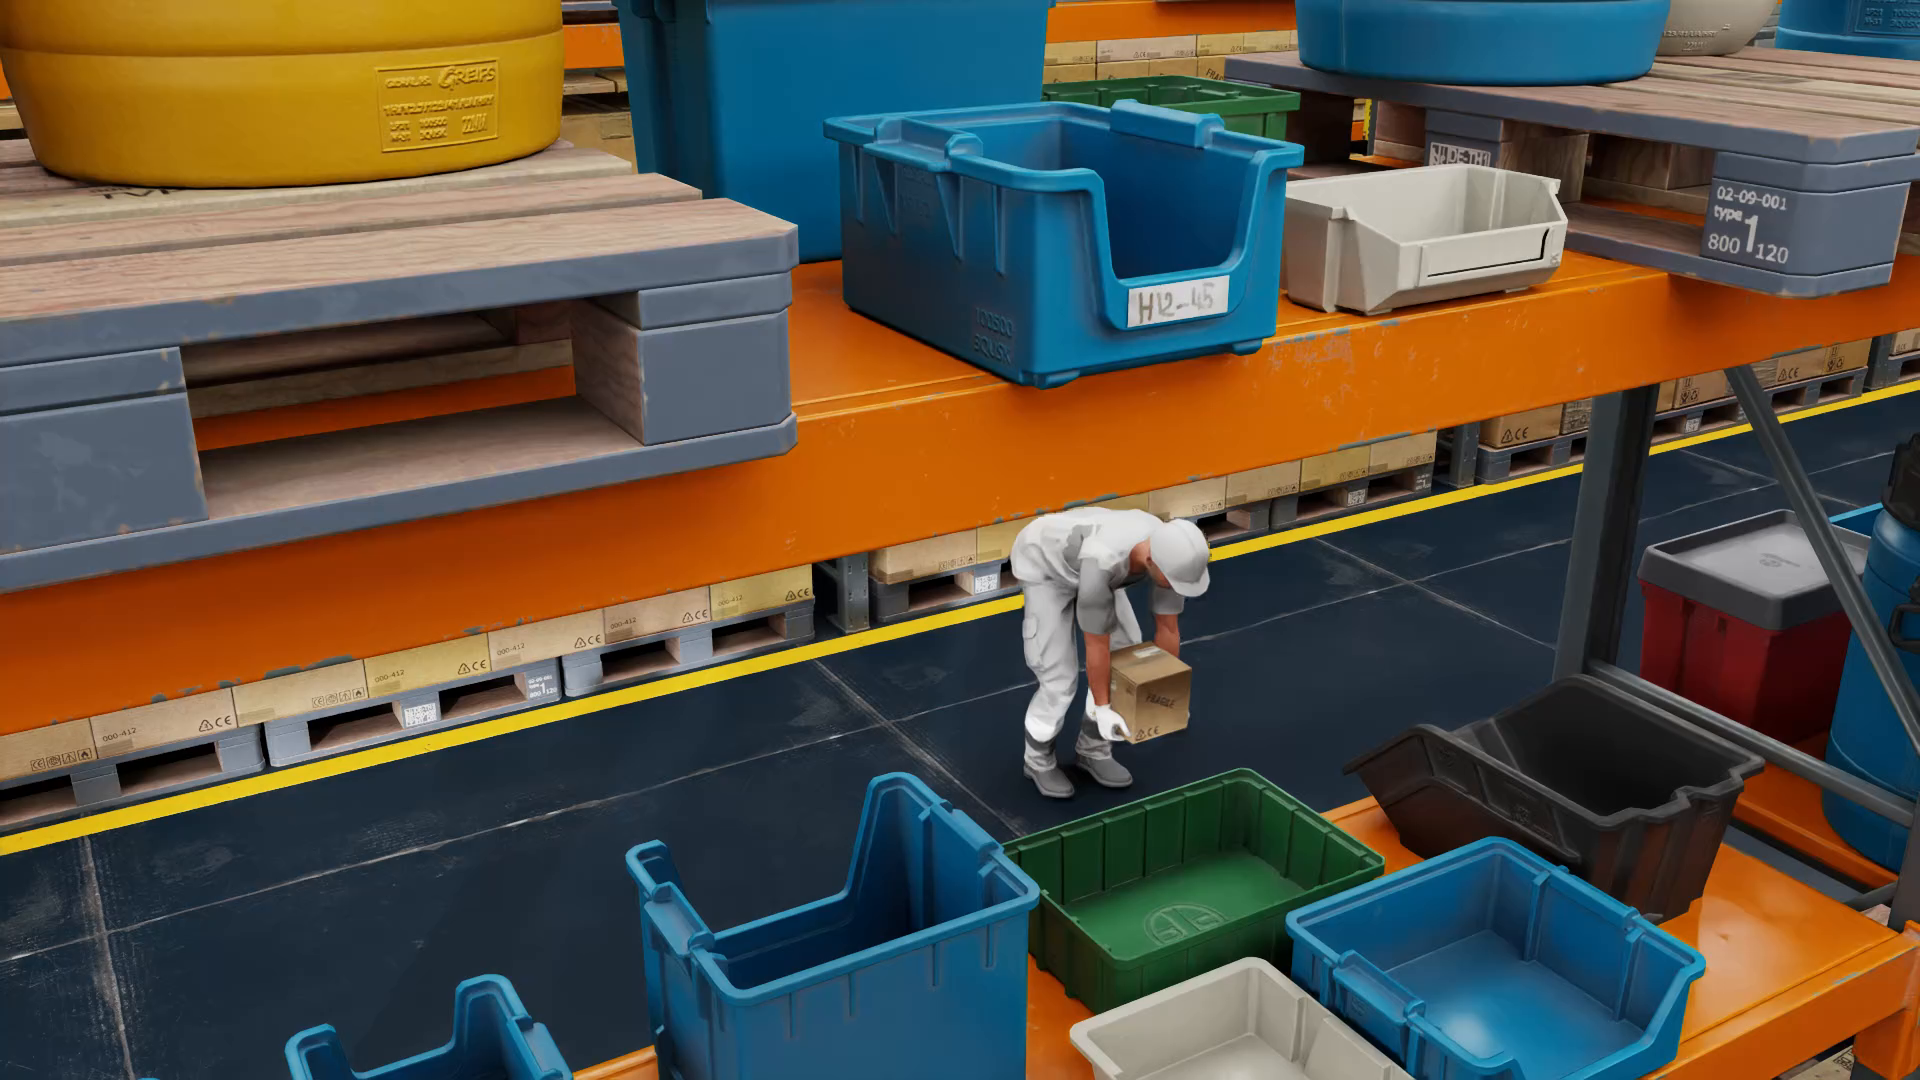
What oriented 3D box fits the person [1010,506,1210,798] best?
[{"bbox_3d":[0.558,0.414,6.223,0.501,1.258,0.927,-13,25,-30],"label":"person"}]
